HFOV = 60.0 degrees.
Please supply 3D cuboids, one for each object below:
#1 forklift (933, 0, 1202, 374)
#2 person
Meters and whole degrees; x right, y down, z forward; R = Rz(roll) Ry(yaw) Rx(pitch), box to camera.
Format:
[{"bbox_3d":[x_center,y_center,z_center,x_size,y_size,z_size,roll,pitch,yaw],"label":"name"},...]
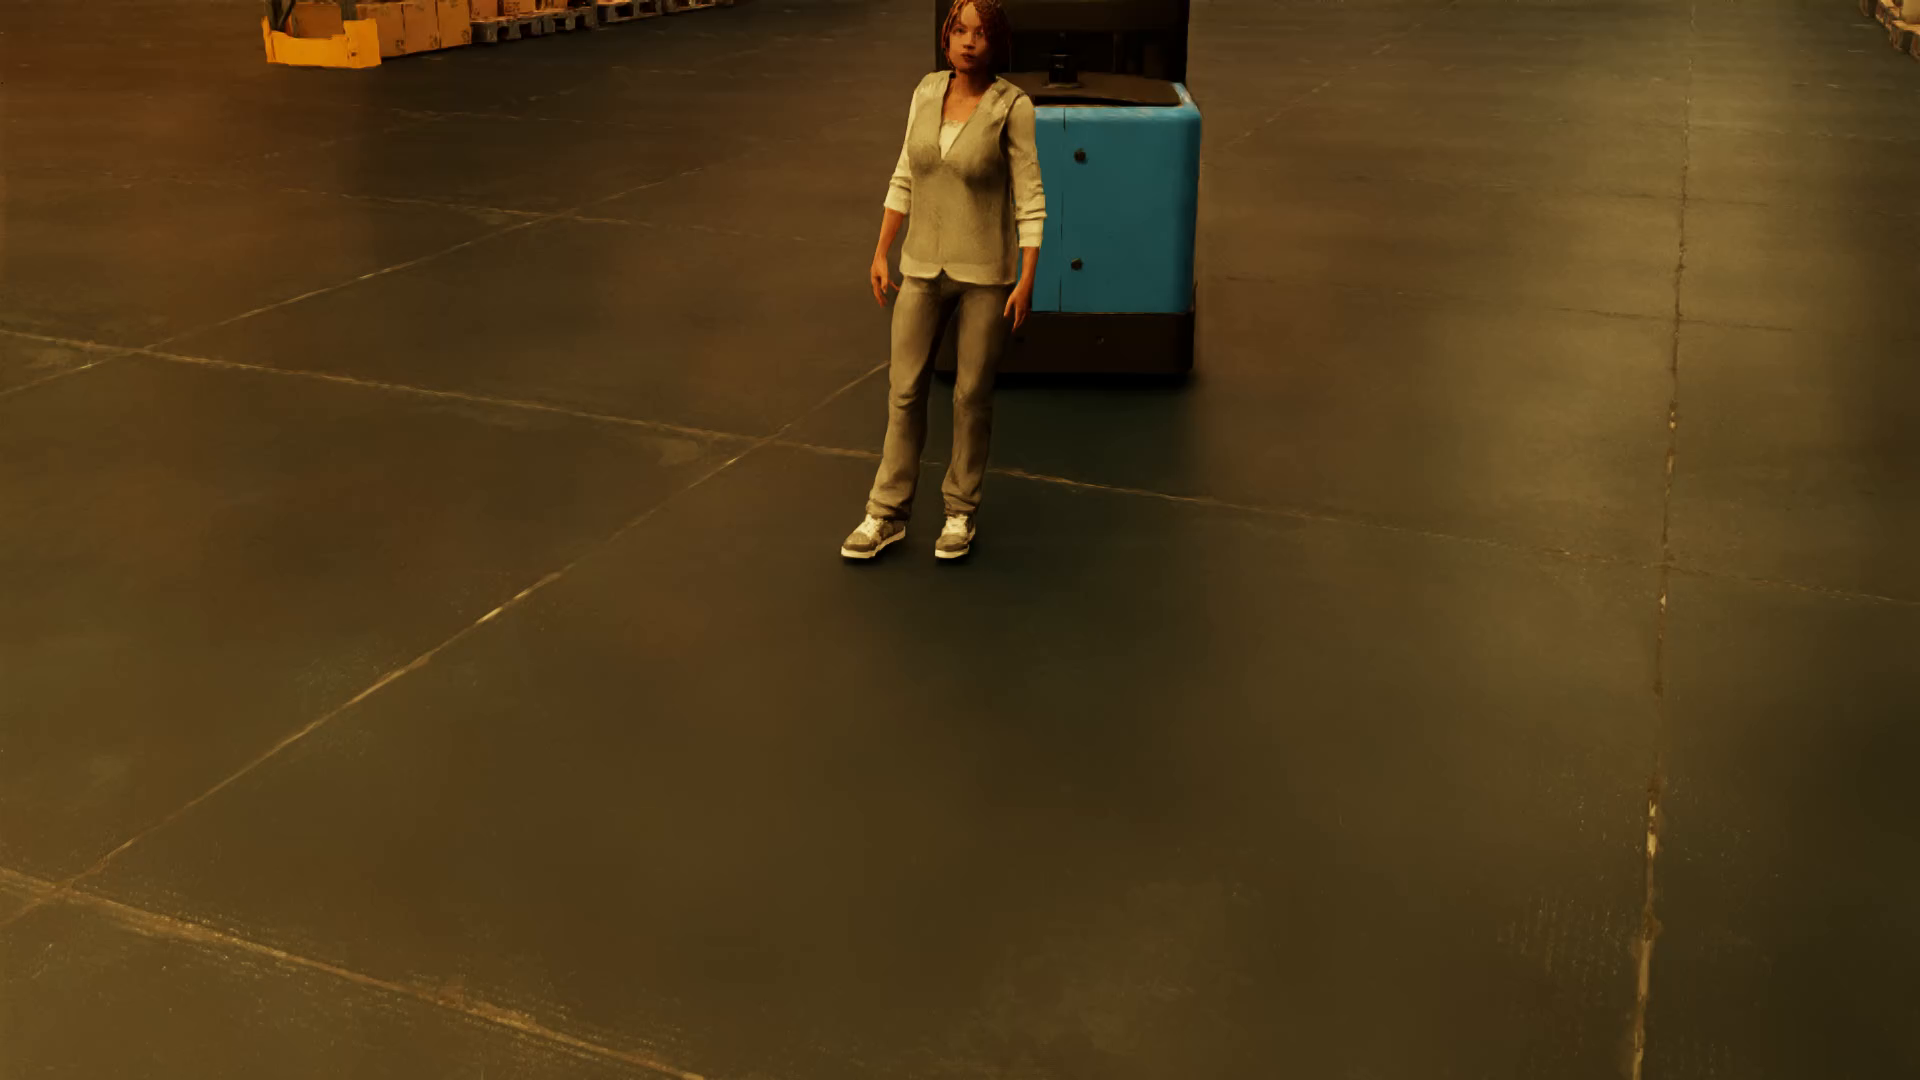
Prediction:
[{"bbox_3d":[0.447,-2.518,7.317,1.130,2.935,3.031,1,23,2],"label":"forklift"},{"bbox_3d":[-0.041,-0.719,4.724,0.521,1.597,0.474,9,24,21],"label":"person"}]
